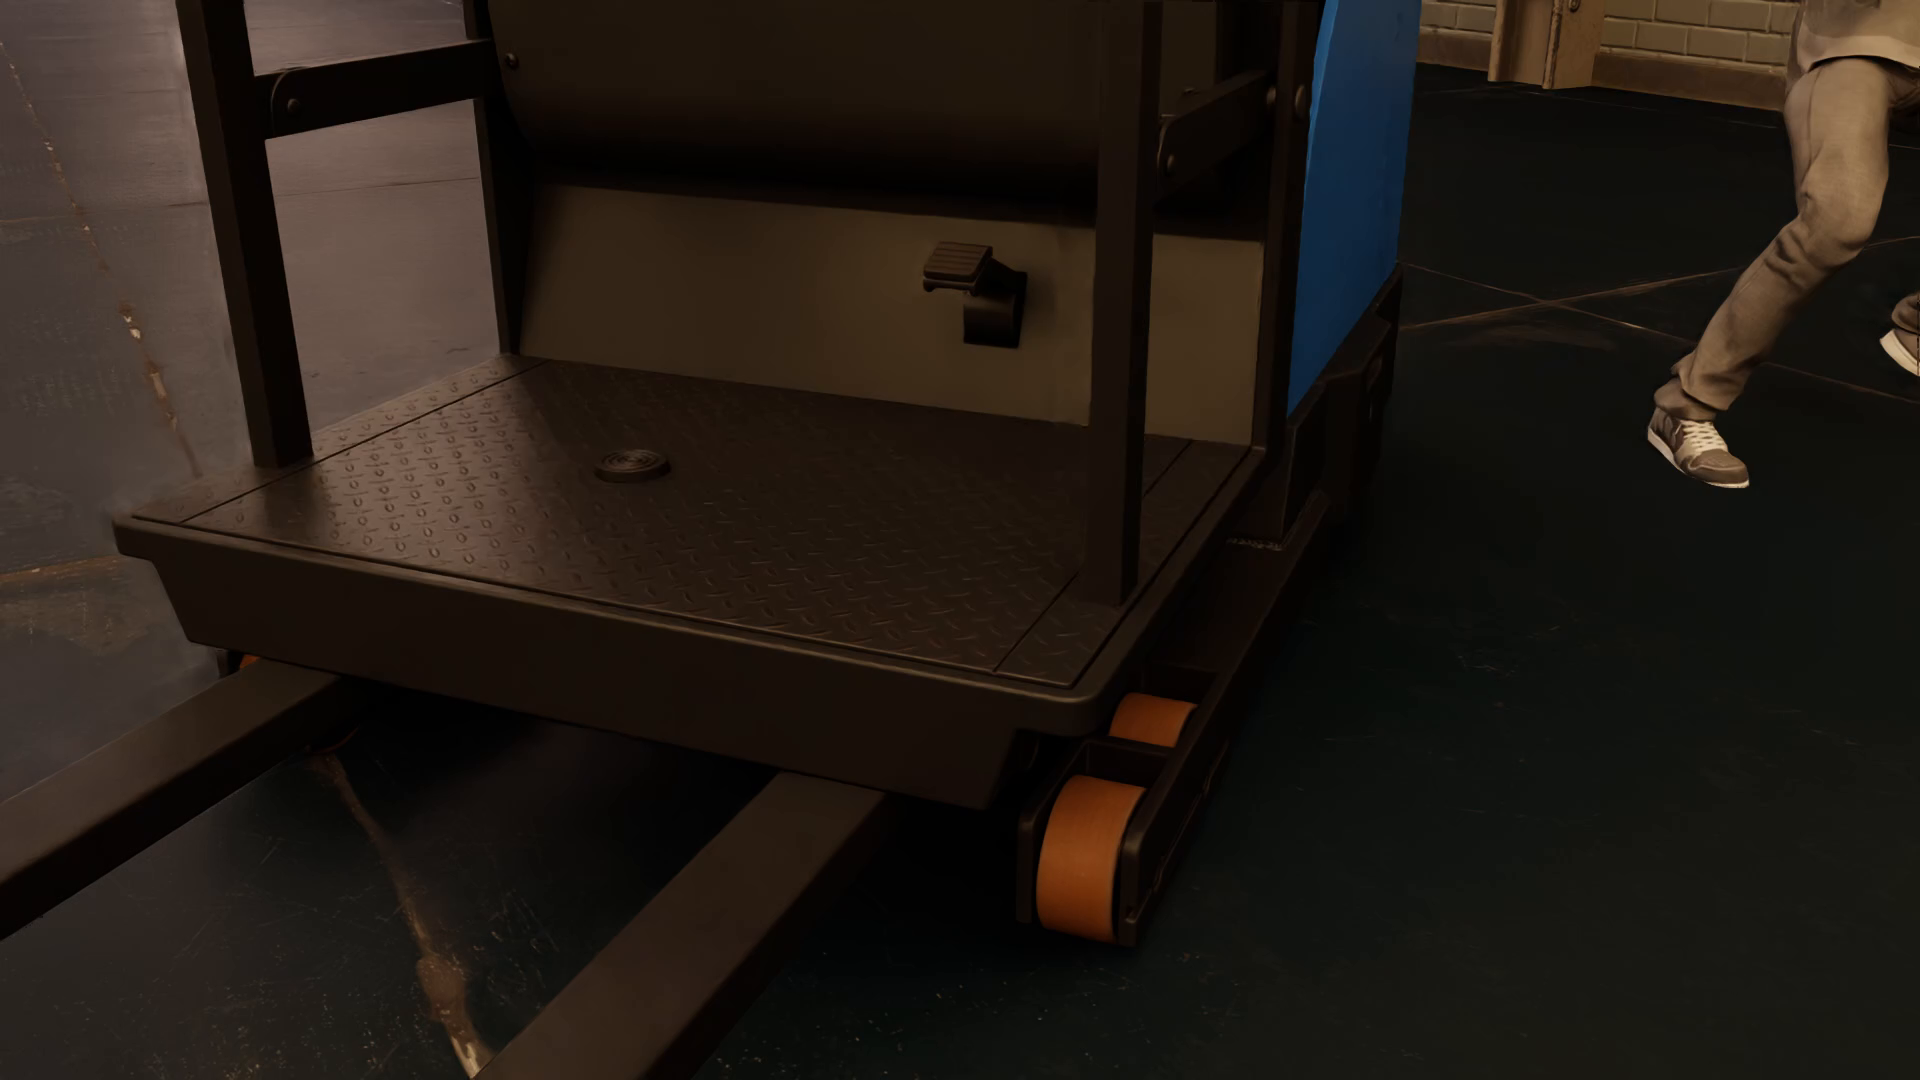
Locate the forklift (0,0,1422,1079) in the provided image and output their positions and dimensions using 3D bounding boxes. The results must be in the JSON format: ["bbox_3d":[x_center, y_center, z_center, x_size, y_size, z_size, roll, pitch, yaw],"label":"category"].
[{"bbox_3d":[-0.217,-1.135,1.540,1.130,2.935,3.031,9,24,20],"label":"forklift"}]

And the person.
[{"bbox_3d":[1.652,-0.783,2.734,0.797,1.422,0.694,-3,23,-8],"label":"person"}]
